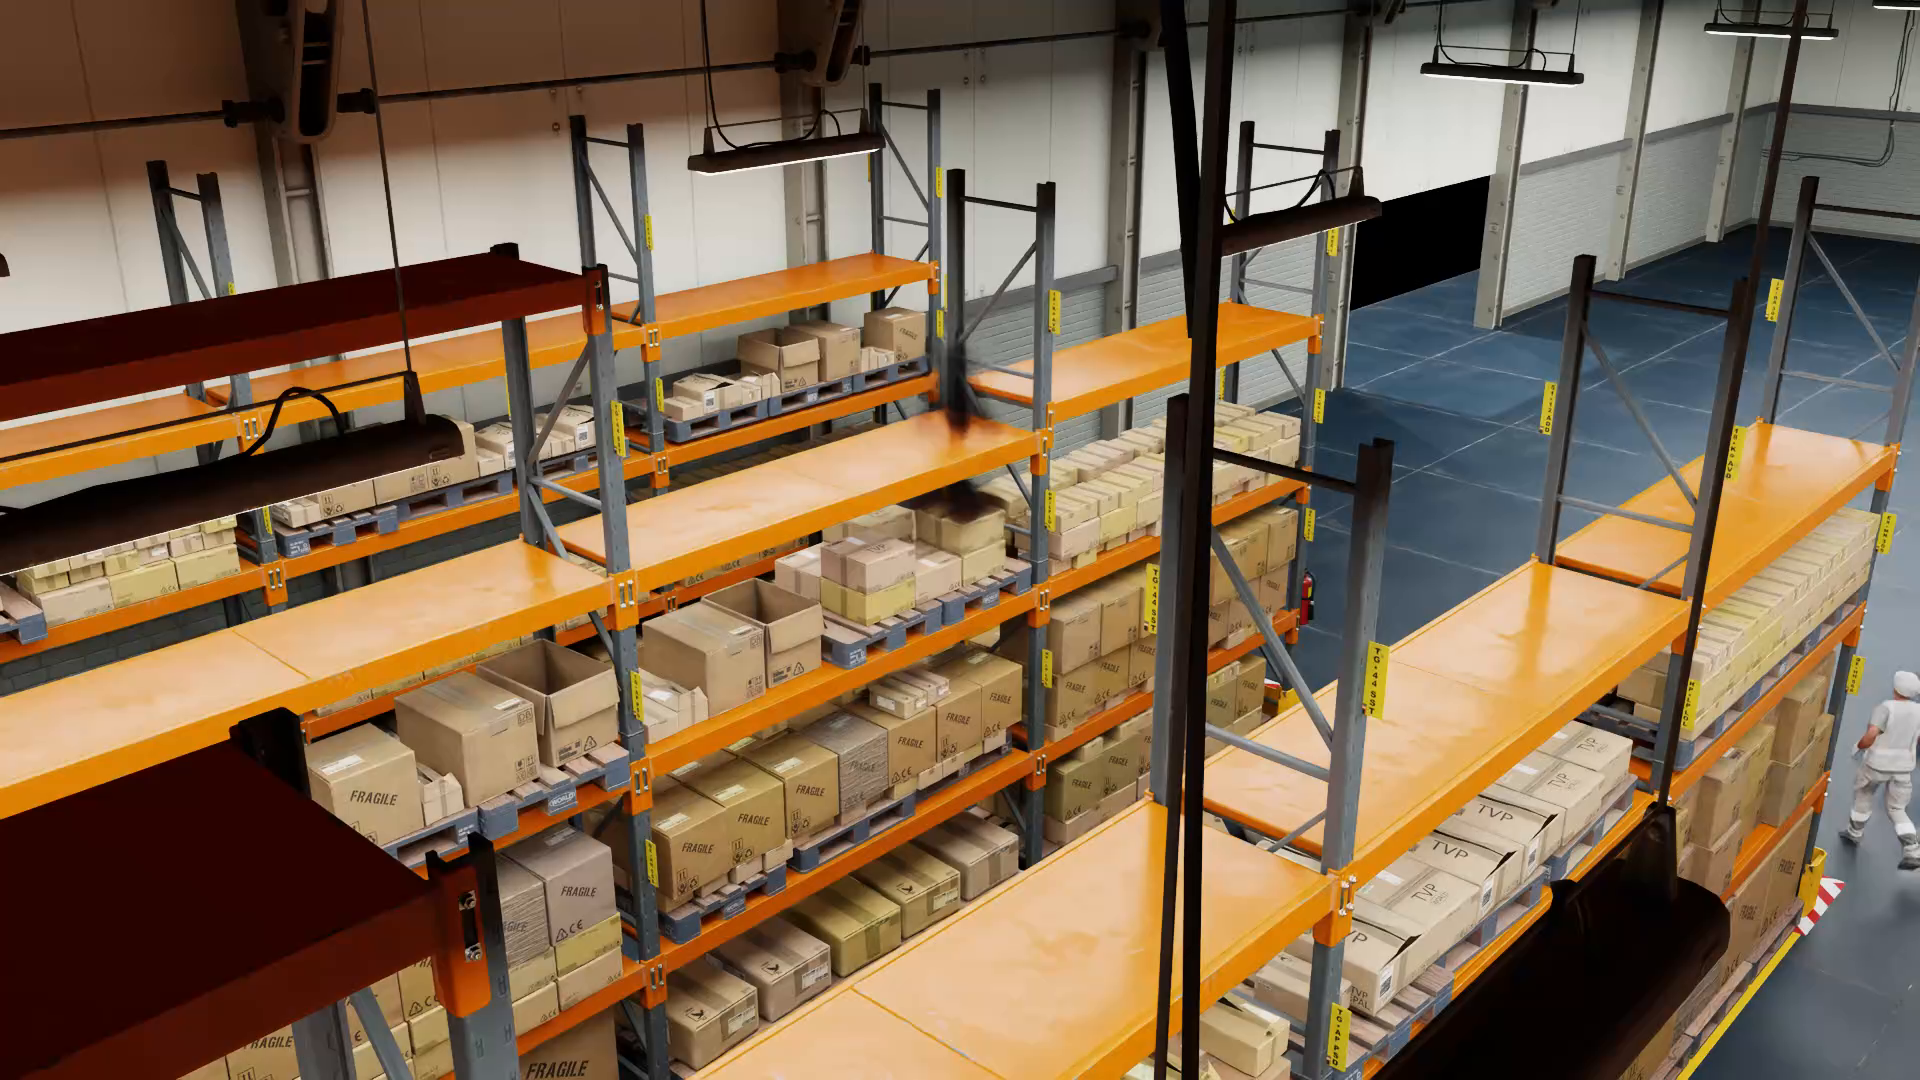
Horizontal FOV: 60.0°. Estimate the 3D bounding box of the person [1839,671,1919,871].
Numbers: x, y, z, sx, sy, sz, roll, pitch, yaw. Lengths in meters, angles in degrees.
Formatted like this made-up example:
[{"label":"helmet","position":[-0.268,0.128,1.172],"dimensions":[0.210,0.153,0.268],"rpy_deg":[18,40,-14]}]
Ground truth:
[{"label":"person","position":[8.050,1.995,14.394],"dimensions":[0.671,1.799,1.002],"rpy_deg":[2,21,6]}]
